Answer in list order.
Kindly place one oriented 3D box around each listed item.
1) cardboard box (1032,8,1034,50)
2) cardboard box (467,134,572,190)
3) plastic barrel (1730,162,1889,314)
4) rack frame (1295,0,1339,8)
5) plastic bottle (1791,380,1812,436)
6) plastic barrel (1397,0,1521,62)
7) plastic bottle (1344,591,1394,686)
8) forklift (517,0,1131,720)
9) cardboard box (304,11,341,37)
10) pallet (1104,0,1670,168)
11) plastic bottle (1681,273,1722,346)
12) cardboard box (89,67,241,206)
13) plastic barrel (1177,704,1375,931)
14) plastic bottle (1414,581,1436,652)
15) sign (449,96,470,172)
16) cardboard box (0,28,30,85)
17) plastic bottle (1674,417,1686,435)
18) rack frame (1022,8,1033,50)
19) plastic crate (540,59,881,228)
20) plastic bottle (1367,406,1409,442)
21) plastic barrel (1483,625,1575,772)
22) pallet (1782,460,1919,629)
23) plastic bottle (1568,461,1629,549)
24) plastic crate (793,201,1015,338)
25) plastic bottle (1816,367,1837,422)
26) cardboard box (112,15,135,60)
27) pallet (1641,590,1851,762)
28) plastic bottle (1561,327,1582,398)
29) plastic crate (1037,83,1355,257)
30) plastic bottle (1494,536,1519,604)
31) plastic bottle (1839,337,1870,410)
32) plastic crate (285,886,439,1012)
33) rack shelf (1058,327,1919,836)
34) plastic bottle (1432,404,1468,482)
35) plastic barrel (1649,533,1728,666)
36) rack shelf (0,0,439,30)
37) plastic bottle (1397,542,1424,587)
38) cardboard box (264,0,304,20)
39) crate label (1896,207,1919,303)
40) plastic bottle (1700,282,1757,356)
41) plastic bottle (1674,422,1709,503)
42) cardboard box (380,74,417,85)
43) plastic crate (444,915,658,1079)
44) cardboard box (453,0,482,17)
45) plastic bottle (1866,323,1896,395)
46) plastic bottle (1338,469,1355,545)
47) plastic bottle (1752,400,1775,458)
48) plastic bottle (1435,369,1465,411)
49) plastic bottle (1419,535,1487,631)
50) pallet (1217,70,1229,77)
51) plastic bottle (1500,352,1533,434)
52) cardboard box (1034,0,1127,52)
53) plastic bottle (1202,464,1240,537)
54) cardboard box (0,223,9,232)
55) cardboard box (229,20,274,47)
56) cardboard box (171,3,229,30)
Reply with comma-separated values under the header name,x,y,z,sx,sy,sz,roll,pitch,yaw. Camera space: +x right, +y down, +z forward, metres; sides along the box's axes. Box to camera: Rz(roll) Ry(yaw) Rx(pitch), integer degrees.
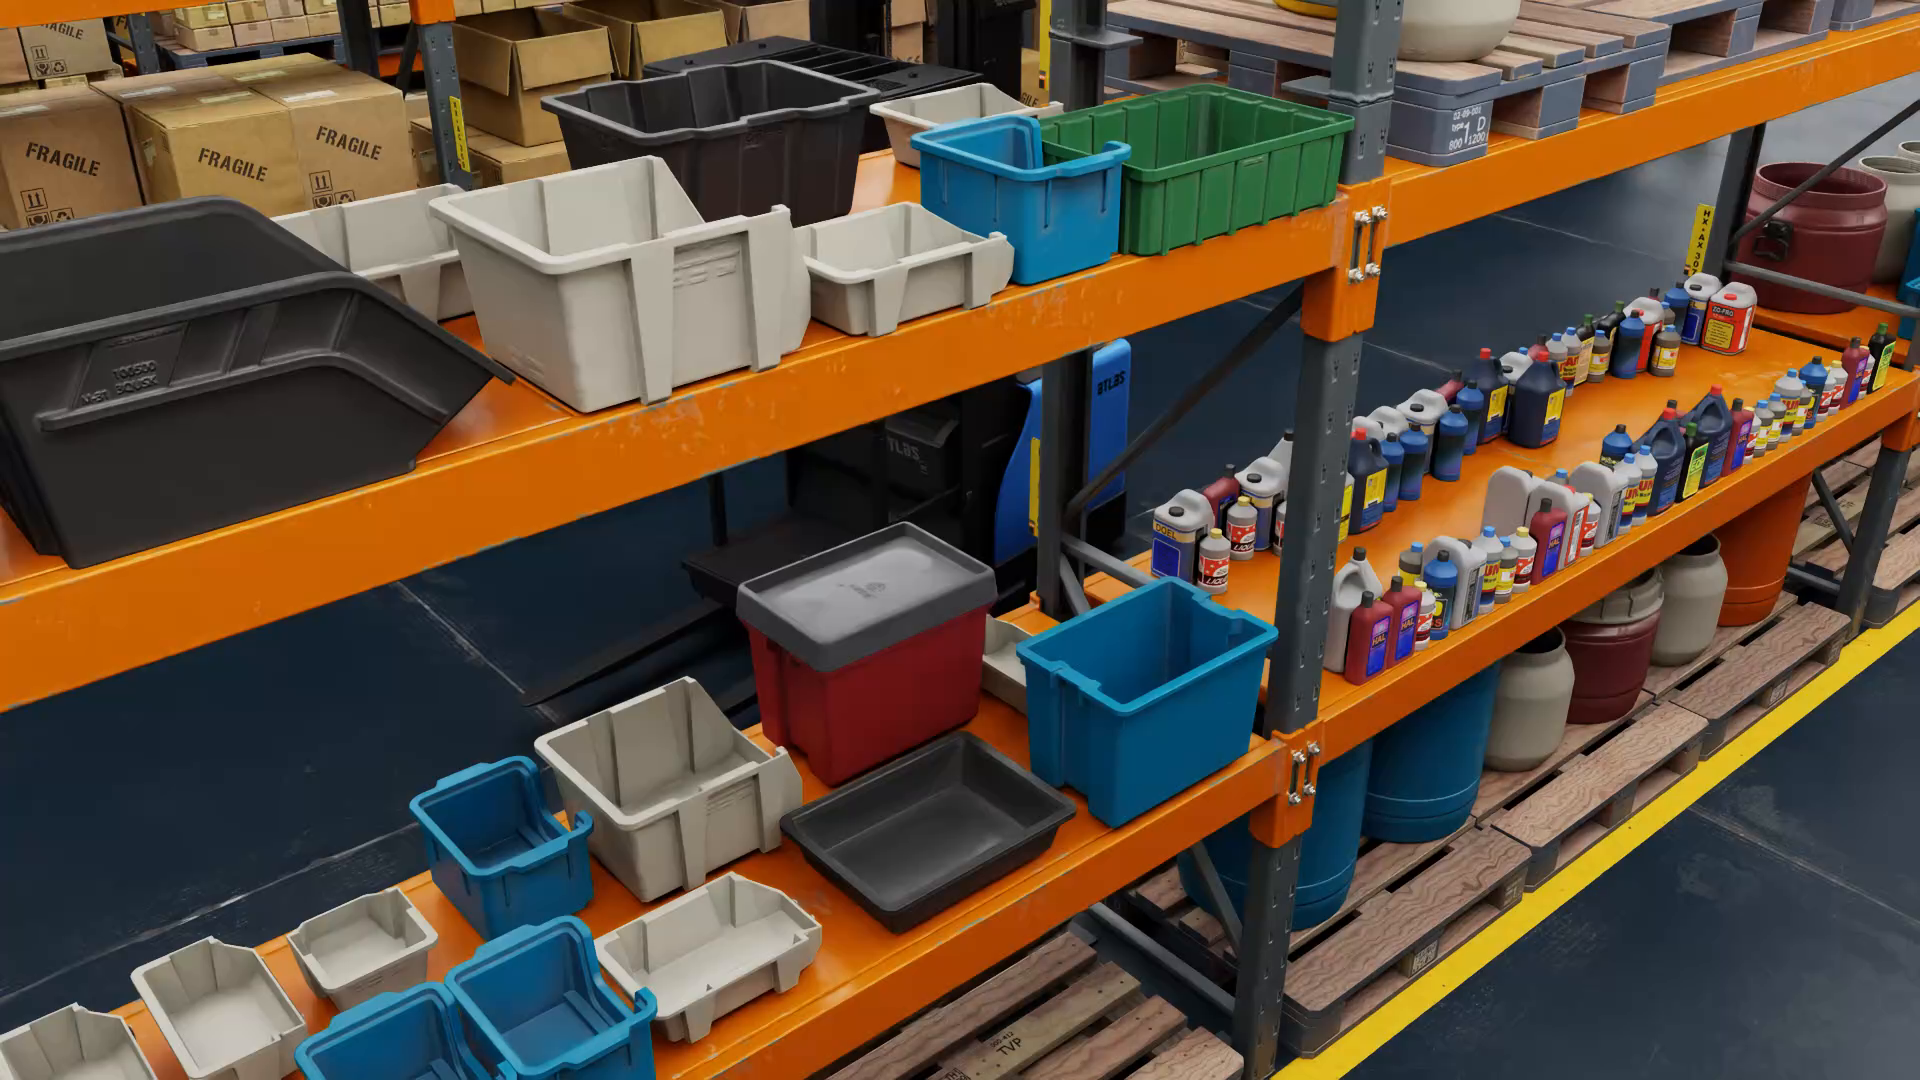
name,x,y,z,sx,sy,sz,roll,pitch,yaw
cardboard box,0.856,-5.277,16.751,0.875,0.875,0.875,-21,35,-34
cardboard box,-2.099,-1.700,8.143,0.500,0.500,0.500,-22,35,-35
plastic barrel,3.803,-1.364,7.475,0.708,0.536,0.600,-22,35,-35
rack frame,0.602,-2.476,3.336,0.053,2.616,0.949,-22,35,-35
plastic bottle,3.119,-0.500,6.214,0.097,0.201,0.097,0,28,0
plastic barrel,1.167,-1.468,4.043,0.433,0.535,0.433,0,28,0
plastic bottle,1.160,0.263,4.699,0.133,0.283,0.061,-22,35,-35
forklift,-0.525,-0.900,6.824,1.130,2.935,3.031,22,35,35
cardboard box,-4.564,-3.683,11.780,0.250,0.149,0.380,-21,35,-34
pallet,1.137,-1.344,4.600,1.003,0.211,1.213,-22,35,-35
plastic bottle,3.108,-0.982,7.036,0.135,0.276,0.152,-22,35,-35
cardboard box,-3.521,-1.798,7.480,0.500,0.500,0.500,-22,35,-35
plastic barrel,1.029,0.751,5.444,0.708,0.901,0.600,-22,35,-35
plastic bottle,1.337,0.216,4.873,0.097,0.201,0.097,0,28,0
sign,-2.250,-1.823,7.477,0.005,0.325,0.100,-22,35,-35
cardboard box,-6.334,-3.182,10.600,0.500,0.500,0.500,-23,36,-36
plastic bottle,2.465,-0.300,5.752,0.133,0.283,0.061,-22,35,-35
rack frame,0.333,-5.862,16.036,0.127,3.000,1.000,-22,35,-35
plastic crate,-0.519,-0.813,3.545,0.590,0.269,0.497,-22,35,-35
plastic bottle,1.458,-0.318,5.795,0.135,0.276,0.152,-22,35,-35
plastic barrel,2.055,0.565,6.204,0.421,0.512,0.421,0,28,0
pallet,4.261,-0.046,8.112,1.213,0.211,1.003,-22,35,-35
plastic bottle,2.084,-0.134,5.449,0.135,0.276,0.152,-22,35,-35
plastic crate,-0.117,-0.510,3.120,0.466,0.136,0.293,-22,35,-35
plastic bottle,3.267,-0.559,6.325,0.097,0.201,0.097,0,28,0
cardboard box,-7.941,-4.904,16.053,0.875,0.875,0.875,-21,34,-34
pallet,3.074,0.433,7.216,1.213,0.211,1.003,-22,35,-35
plastic bottle,2.373,-0.701,6.516,0.097,0.271,0.097,0,28,0
plastic crate,0.478,-0.821,3.646,0.662,0.188,0.450,-22,35,-35
plastic bottle,1.662,0.086,5.117,0.097,0.201,0.097,0,28,0
plastic bottle,3.440,-0.654,6.415,0.133,0.283,0.061,-22,35,-35
plastic crate,-1.297,0.895,3.609,0.250,0.136,0.298,-22,35,-35
rack shelf,2.125,-0.124,6.062,4.000,0.370,1.077,-22,35,-35
plastic bottle,1.729,-0.348,5.855,0.097,0.271,0.097,0,28,0
plastic barrel,2.914,0.220,6.850,0.421,0.512,0.421,0,28,0
rack shelf,-4.133,-1.999,6.389,4.000,0.370,1.077,-22,35,-35
plastic bottle,1.386,0.102,5.087,0.097,0.201,0.097,0,28,0
cardboard box,-4.763,-3.735,11.562,0.250,0.149,0.380,-21,35,-34
crate label,4.578,-1.275,7.417,0.616,0.435,0.502,-22,35,-35
plastic bottle,3.206,-0.927,6.934,0.135,0.276,0.152,-22,35,-35
plastic bottle,2.504,-0.278,5.711,0.133,0.283,0.061,-22,35,-35
cardboard box,-4.558,-3.466,12.964,0.500,0.250,0.500,-24,36,-37
plastic crate,-0.808,0.990,3.330,0.300,0.233,0.416,-22,35,-35
cardboard box,-3.767,-4.006,12.385,0.250,0.149,0.380,-21,34,-33
plastic bottle,3.616,-0.725,6.547,0.133,0.283,0.061,-22,35,-35
plastic bottle,1.184,-0.154,5.409,0.185,0.351,0.144,-22,35,-35
plastic bottle,2.896,-0.411,6.047,0.097,0.201,0.097,0,28,0
plastic bottle,1.780,-0.480,6.089,0.133,0.283,0.061,-22,35,-35
plastic bottle,1.481,0.109,4.996,0.135,0.276,0.152,-22,35,-35
pallet,1.911,-3.365,11.567,1.213,0.211,1.003,-22,35,-35
plastic bottle,2.053,-0.557,6.242,0.135,0.276,0.152,-22,35,-35
cardboard box,0.817,-3.238,10.574,0.500,0.500,0.500,23,36,36
plastic bottle,0.840,-0.101,5.381,0.133,0.283,0.061,-22,35,-35
cardboard box,-4.291,-1.162,7.085,0.500,0.250,0.500,-22,35,-35
cardboard box,-4.948,-3.531,11.497,0.250,0.149,0.380,-21,35,-34
cardboard box,-5.155,-3.576,11.264,0.250,0.149,0.380,-21,35,-34
